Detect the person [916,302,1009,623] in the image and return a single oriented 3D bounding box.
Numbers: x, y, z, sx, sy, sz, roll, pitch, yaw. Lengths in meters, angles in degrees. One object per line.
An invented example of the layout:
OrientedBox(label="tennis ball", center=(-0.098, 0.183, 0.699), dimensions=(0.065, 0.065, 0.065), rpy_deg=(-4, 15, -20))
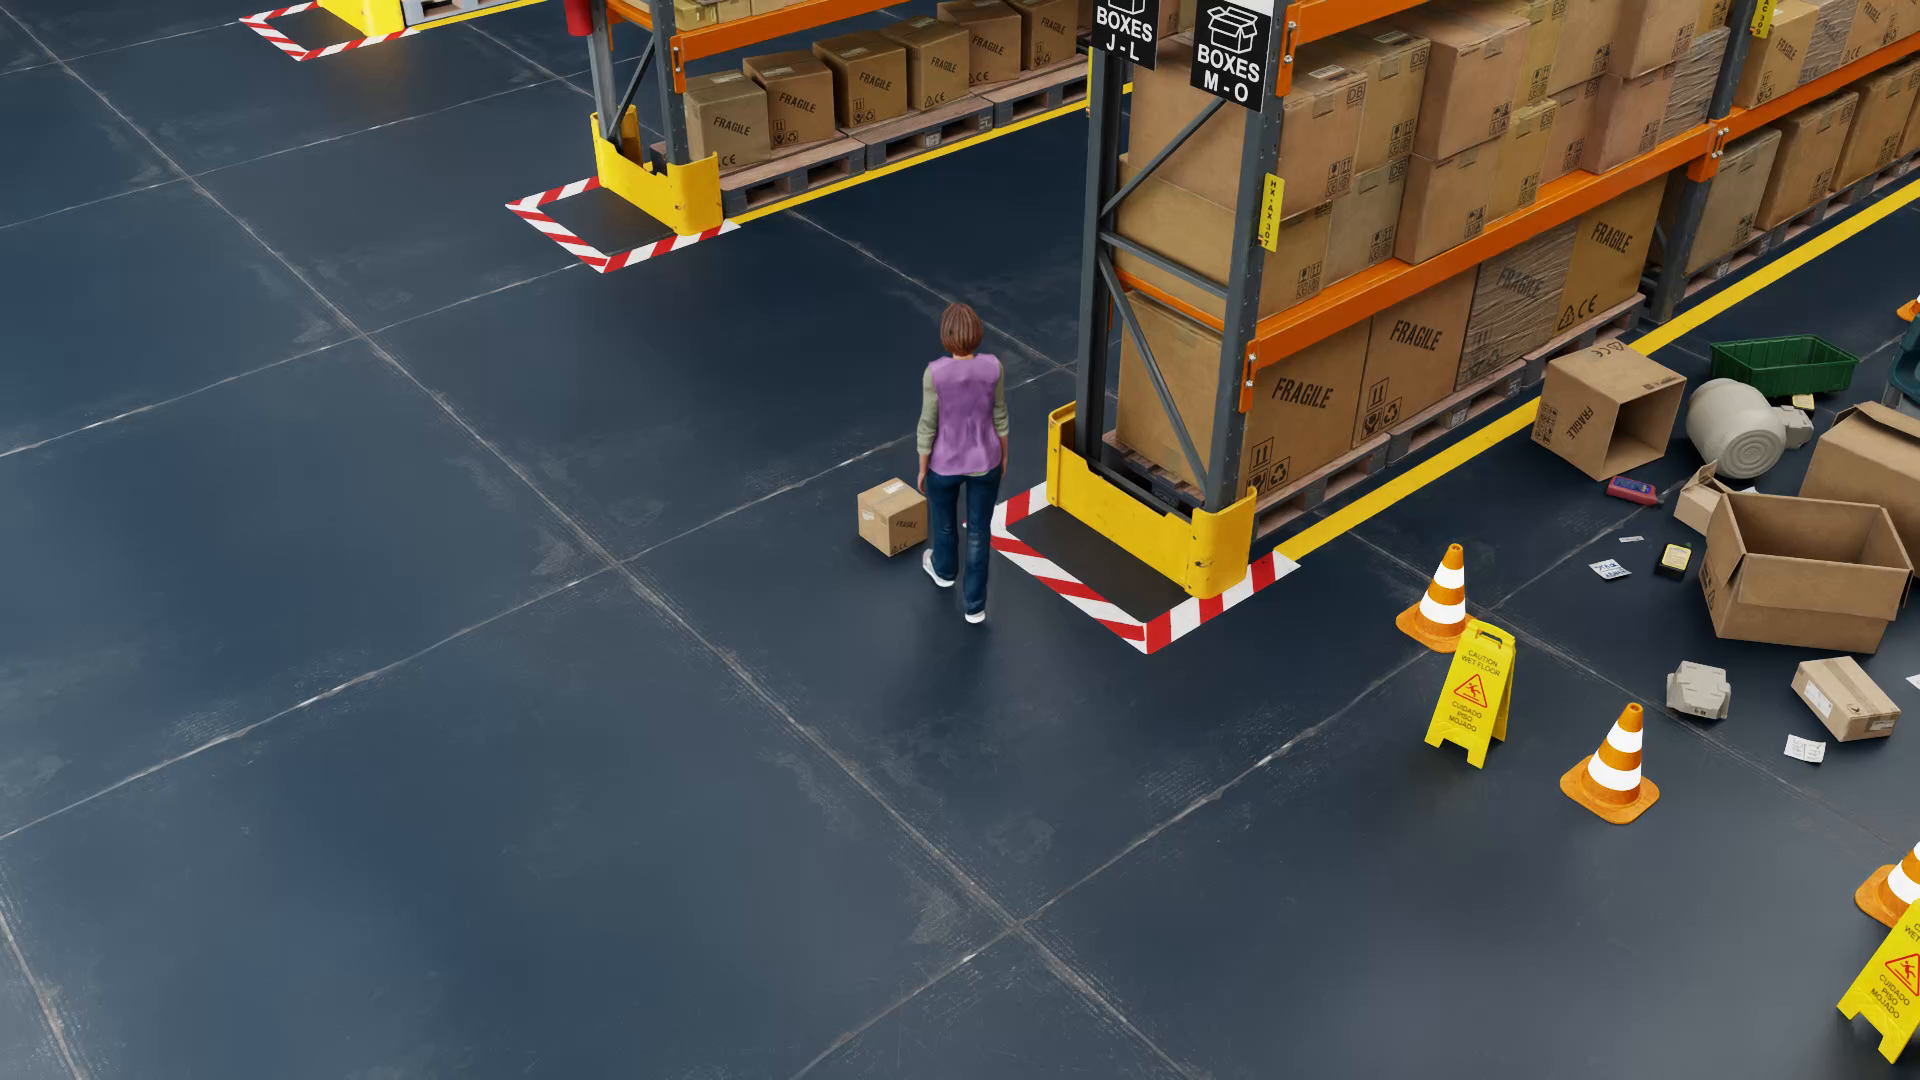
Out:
OrientedBox(label="person", center=(0.005, -0.384, 7.581), dimensions=(0.424, 1.589, 0.598), rpy_deg=(-4, 37, -5))
